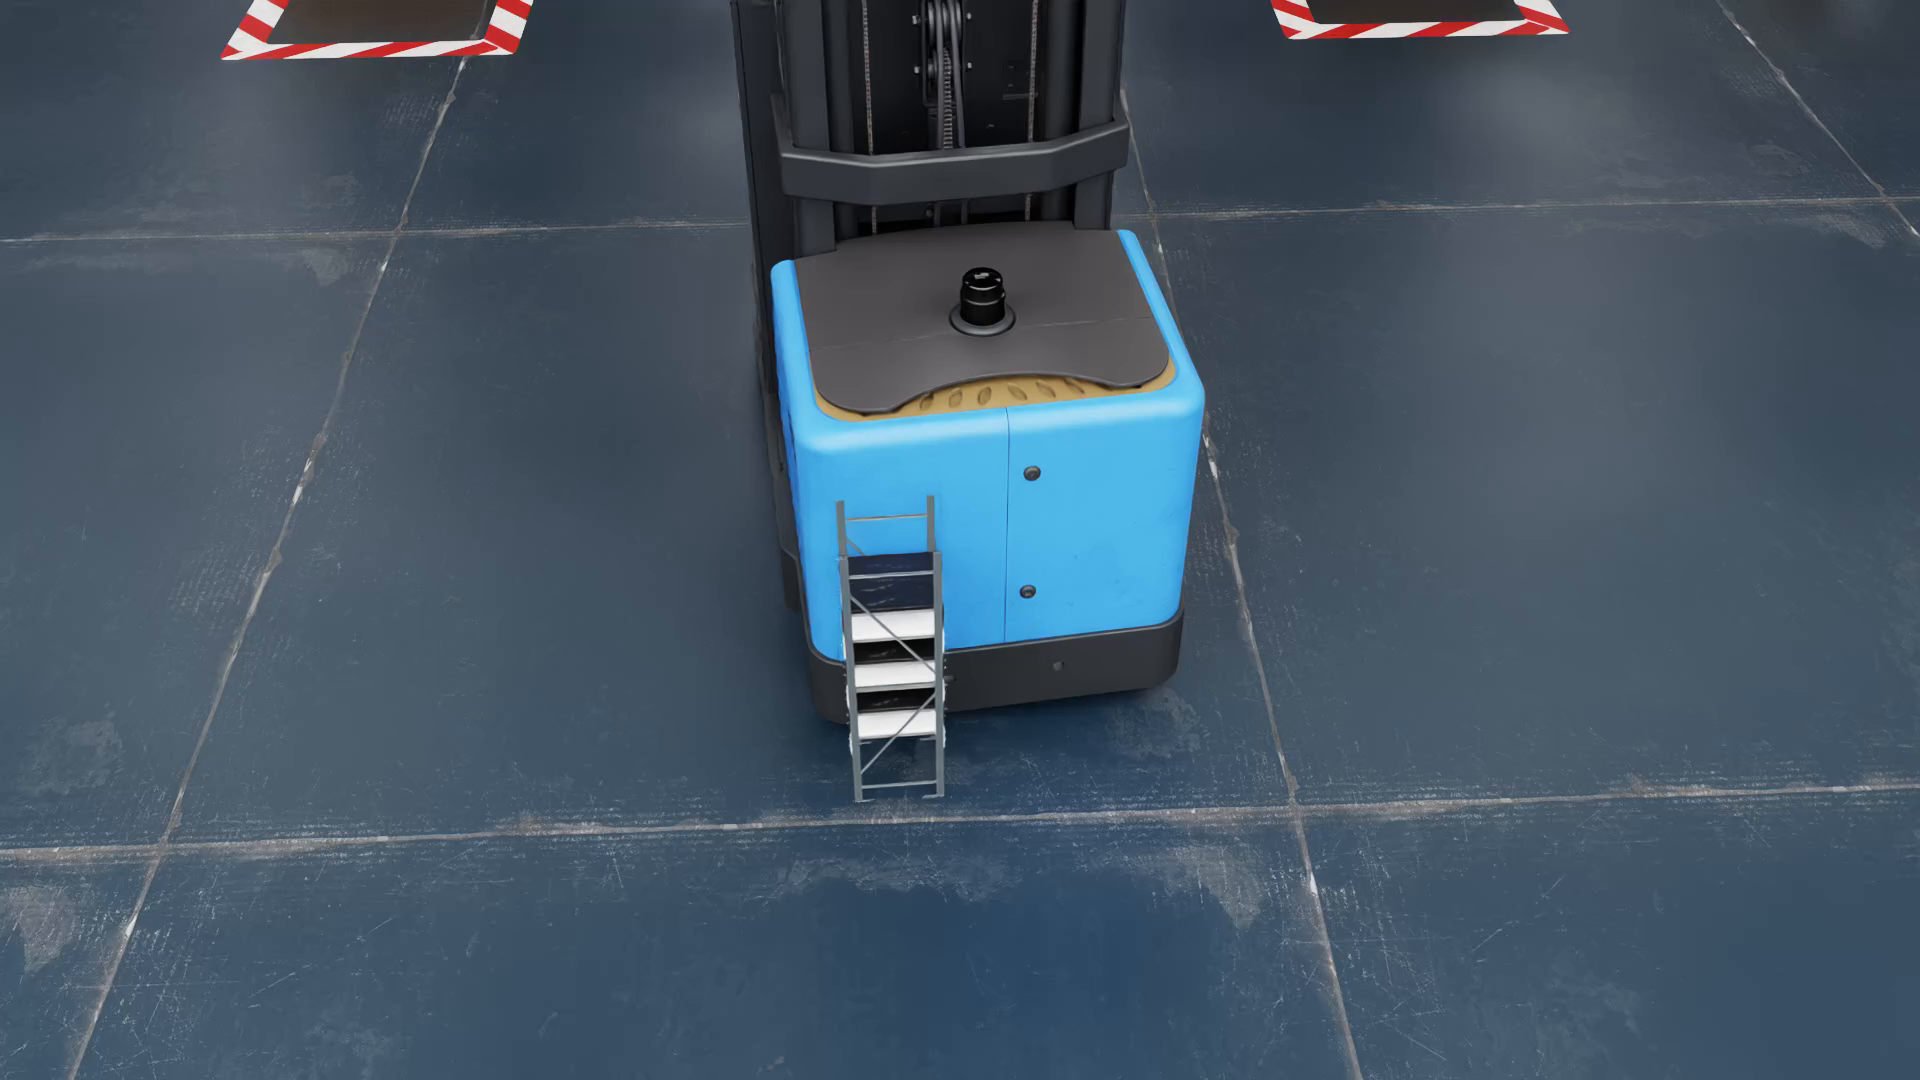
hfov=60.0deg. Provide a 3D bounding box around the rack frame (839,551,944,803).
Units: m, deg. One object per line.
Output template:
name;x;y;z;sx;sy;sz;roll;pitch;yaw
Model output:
rack frame;-0.162;0.367;4.183;0.240;0.900;0.006;-4;43;-4

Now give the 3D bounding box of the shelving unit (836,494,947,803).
shelving unit;-0.172;0.299;4.258;0.258;0.900;0.210;-4;43;-4

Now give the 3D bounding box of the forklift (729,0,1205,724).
forklift;-0.126;-1.575;4.799;1.130;2.935;3.031;-6;43;-7

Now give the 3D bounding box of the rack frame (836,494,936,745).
rack frame;-0.181;0.231;4.332;0.240;0.900;0.006;-4;43;-4

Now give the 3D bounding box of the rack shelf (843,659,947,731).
rack shelf;-0.172;0.390;4.341;0.258;0.077;0.200;-4;43;-4

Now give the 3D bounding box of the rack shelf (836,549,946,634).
rack shelf;-0.172;0.125;4.098;0.258;0.077;0.200;-4;43;-4

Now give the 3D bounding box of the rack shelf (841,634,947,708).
rack shelf;-0.172;0.324;4.280;0.258;0.077;0.200;-4;43;-4

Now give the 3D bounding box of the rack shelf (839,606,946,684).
rack shelf;-0.172;0.257;4.220;0.258;0.077;0.200;-4;43;-4

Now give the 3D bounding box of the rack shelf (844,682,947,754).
rack shelf;-0.172;0.456;4.402;0.258;0.077;0.200;-4;43;-4

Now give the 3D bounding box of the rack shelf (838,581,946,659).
rack shelf;-0.172;0.191;4.159;0.258;0.077;0.200;-4;43;-4
